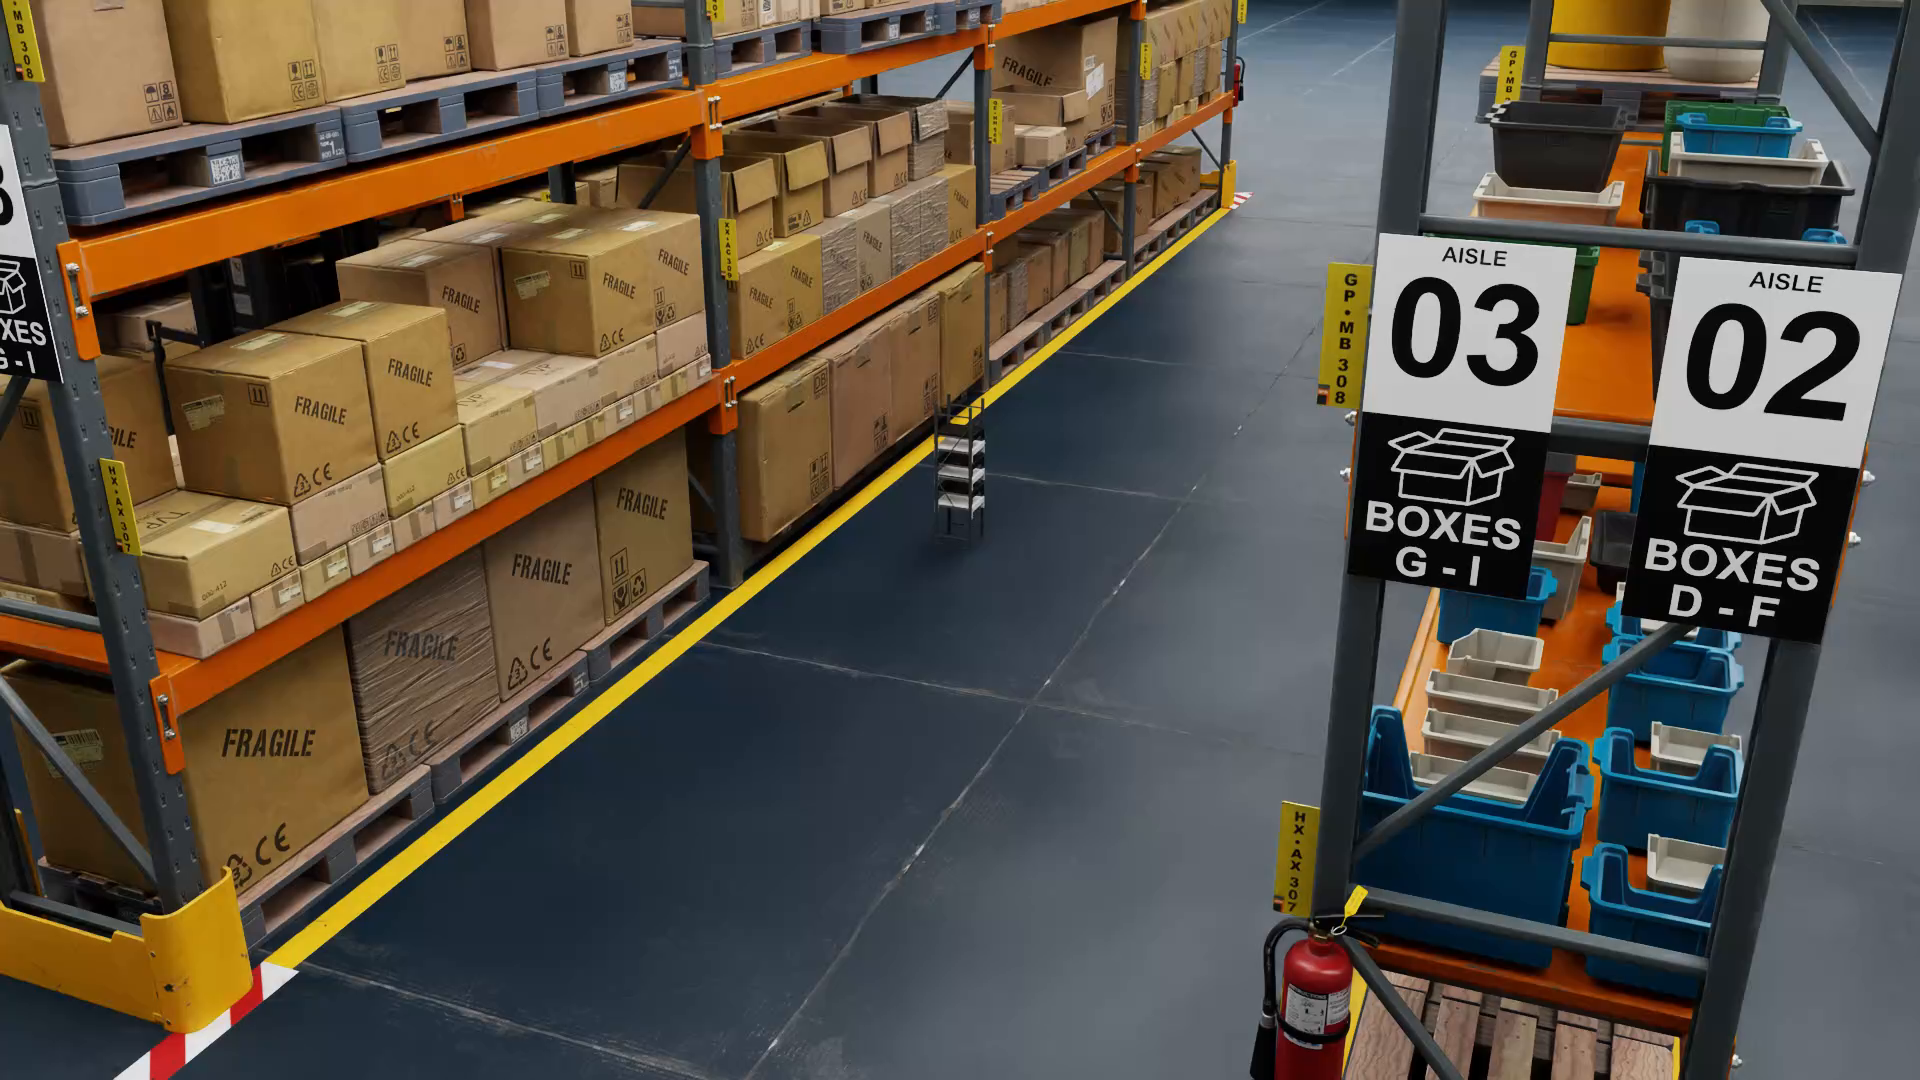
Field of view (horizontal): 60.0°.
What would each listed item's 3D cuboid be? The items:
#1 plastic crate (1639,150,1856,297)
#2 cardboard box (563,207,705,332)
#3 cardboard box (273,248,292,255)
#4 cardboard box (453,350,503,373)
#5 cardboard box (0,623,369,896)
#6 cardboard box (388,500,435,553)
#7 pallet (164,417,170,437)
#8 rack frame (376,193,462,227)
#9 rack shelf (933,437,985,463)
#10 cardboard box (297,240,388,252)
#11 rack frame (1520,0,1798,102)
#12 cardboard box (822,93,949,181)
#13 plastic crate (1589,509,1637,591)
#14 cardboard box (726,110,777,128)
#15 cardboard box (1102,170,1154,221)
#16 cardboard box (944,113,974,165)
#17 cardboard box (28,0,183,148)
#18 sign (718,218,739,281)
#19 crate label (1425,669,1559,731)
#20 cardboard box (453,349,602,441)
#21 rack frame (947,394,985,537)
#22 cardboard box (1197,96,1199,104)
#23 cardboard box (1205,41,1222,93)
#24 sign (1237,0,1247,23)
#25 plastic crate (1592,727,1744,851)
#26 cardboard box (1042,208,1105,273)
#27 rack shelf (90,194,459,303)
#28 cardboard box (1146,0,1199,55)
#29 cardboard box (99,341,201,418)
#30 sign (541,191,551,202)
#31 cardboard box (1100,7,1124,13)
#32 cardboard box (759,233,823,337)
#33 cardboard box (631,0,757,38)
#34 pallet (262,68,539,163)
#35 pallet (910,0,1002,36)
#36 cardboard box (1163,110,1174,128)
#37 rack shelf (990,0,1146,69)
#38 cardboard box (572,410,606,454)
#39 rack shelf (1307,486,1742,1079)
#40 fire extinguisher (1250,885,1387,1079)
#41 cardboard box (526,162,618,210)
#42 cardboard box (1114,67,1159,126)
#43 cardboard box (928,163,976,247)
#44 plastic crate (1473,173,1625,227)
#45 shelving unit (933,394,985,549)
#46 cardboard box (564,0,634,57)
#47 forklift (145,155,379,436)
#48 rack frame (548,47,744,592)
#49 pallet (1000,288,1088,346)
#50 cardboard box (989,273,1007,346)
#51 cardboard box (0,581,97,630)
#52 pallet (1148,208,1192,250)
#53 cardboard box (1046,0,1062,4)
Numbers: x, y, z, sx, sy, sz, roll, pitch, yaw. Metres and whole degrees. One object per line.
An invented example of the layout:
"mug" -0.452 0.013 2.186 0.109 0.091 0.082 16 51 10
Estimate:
"plastic crate" 2.192 -0.904 4.711 0.504 0.338 0.767 9 24 20
"cardboard box" -1.666 -1.393 8.528 0.500 0.500 0.500 10 24 22
"cardboard box" -5.690 -2.177 13.295 0.500 0.250 0.500 9 24 20
"cardboard box" -2.537 -0.755 7.976 0.500 0.250 0.500 9 24 21
"cardboard box" -3.066 0.796 6.664 0.875 0.875 0.875 9 24 20
"cardboard box" -2.411 -0.082 6.880 0.380 0.149 0.250 8 24 19
"pallet" -6.023 -0.920 12.178 1.003 0.211 1.213 9 24 20
"rack frame" -4.825 -3.359 14.400 1.000 3.000 0.127 9 24 20
"rack shelf" -0.003 -0.548 10.013 0.258 0.077 0.200 9 24 20
"cardboard box" -5.013 -2.281 13.544 0.500 0.250 0.500 9 24 21
"rack frame" 2.855 -3.241 6.333 1.000 3.000 0.127 9 24 20
"cardboard box" -0.544 -2.863 11.780 0.797 0.503 0.637 10 25 22
"plastic crate" 2.689 0.066 6.480 0.437 0.125 0.590 9 24 20
"cardboard box" -2.709 -4.542 19.444 0.875 0.875 0.875 9 24 20
"cardboard box" 1.778 -3.662 17.823 0.500 0.500 0.500 7 24 15
"cardboard box" -0.094 -3.052 12.990 0.500 0.500 0.500 6 23 14
"cardboard box" -3.086 -1.614 5.526 0.700 0.500 0.500 7 24 17
"sign" -1.227 -1.539 8.816 0.100 0.325 0.005 9 24 20
"crate label" 1.706 0.530 5.353 0.396 0.136 0.243 9 24 20
"cardboard box" -2.043 -0.686 7.809 0.500 0.250 0.500 9 24 21
"rack frame" 0.035 -0.449 10.157 0.240 0.900 0.006 9 24 20
"cardboard box" 2.423 -4.871 18.346 0.380 0.149 0.250 9 24 20
"cardboard box" 2.410 -5.270 18.460 0.875 0.500 0.500 9 24 20
"sign" 3.222 -6.069 18.976 0.100 0.325 0.005 9 24 20
"plastic crate" 2.012 0.732 4.746 0.416 0.233 0.300 9 24 20
"cardboard box" 0.980 -2.877 15.919 0.700 0.500 0.500 7 24 16
"rack shelf" -5.568 -2.312 12.826 1.077 0.370 4.000 9 24 20
"cardboard box" 2.178 -5.352 17.359 0.500 0.500 0.500 9 24 20
"cardboard box" -5.790 -1.195 11.916 0.500 0.500 0.500 10 25 22
"sign" -2.251 -1.753 9.157 0.100 0.325 0.005 9 24 20
"cardboard box" 1.325 -5.069 16.680 0.500 0.500 0.500 9 24 20
"cardboard box" -1.154 -1.537 9.907 0.500 0.500 0.500 9 24 20
"cardboard box" -1.537 -3.015 9.009 0.700 0.500 0.500 9 24 21
"pallet" -2.511 -1.798 6.887 1.003 0.211 1.213 9 24 20
"pallet" -0.447 -3.672 11.502 1.213 0.211 1.003 10 25 22
"cardboard box" 1.975 -4.318 17.021 0.380 0.149 0.250 9 24 20
"rack shelf" 0.486 -4.381 13.888 1.077 0.370 4.000 9 24 20
"cardboard box" -1.934 -0.541 7.980 0.380 0.149 0.250 9 24 21
"rack shelf" 2.113 0.575 5.914 1.077 0.370 4.000 9 24 20
"fire extinguisher" 0.892 1.156 4.176 0.296 0.674 0.183 9 24 20
"cardboard box" -3.848 -3.367 16.792 1.050 0.750 0.750 9 24 20
"cardboard box" 1.453 -4.380 16.328 0.875 0.500 0.500 9 24 20
"cardboard box" -0.211 -2.447 12.087 0.500 0.500 0.500 10 25 22
"plastic crate" 1.907 -1.078 5.390 0.437 0.136 0.530 9 24 20
"shelving unit" -0.003 -0.412 10.070 0.258 0.900 0.210 9 24 20
"cardboard box" -1.978 -2.563 7.798 0.700 0.500 0.500 7 24 17
"forklift" -4.283 -1.503 10.045 3.031 2.935 1.130 13 26 28
"rack frame" -1.743 -1.182 9.187 1.000 3.000 0.127 9 24 20
"pallet" 0.489 -2.041 14.862 1.003 0.211 1.213 9 24 20
"cardboard box" -0.027 -1.905 13.592 0.700 0.500 0.500 7 24 17
"cardboard box" -3.402 0.191 6.226 0.380 0.149 0.250 9 24 21
"pallet" 1.897 -3.441 18.214 1.003 0.211 1.213 9 24 20
"cardboard box" 0.527 -4.429 13.263 0.500 0.250 0.500 9 24 21
